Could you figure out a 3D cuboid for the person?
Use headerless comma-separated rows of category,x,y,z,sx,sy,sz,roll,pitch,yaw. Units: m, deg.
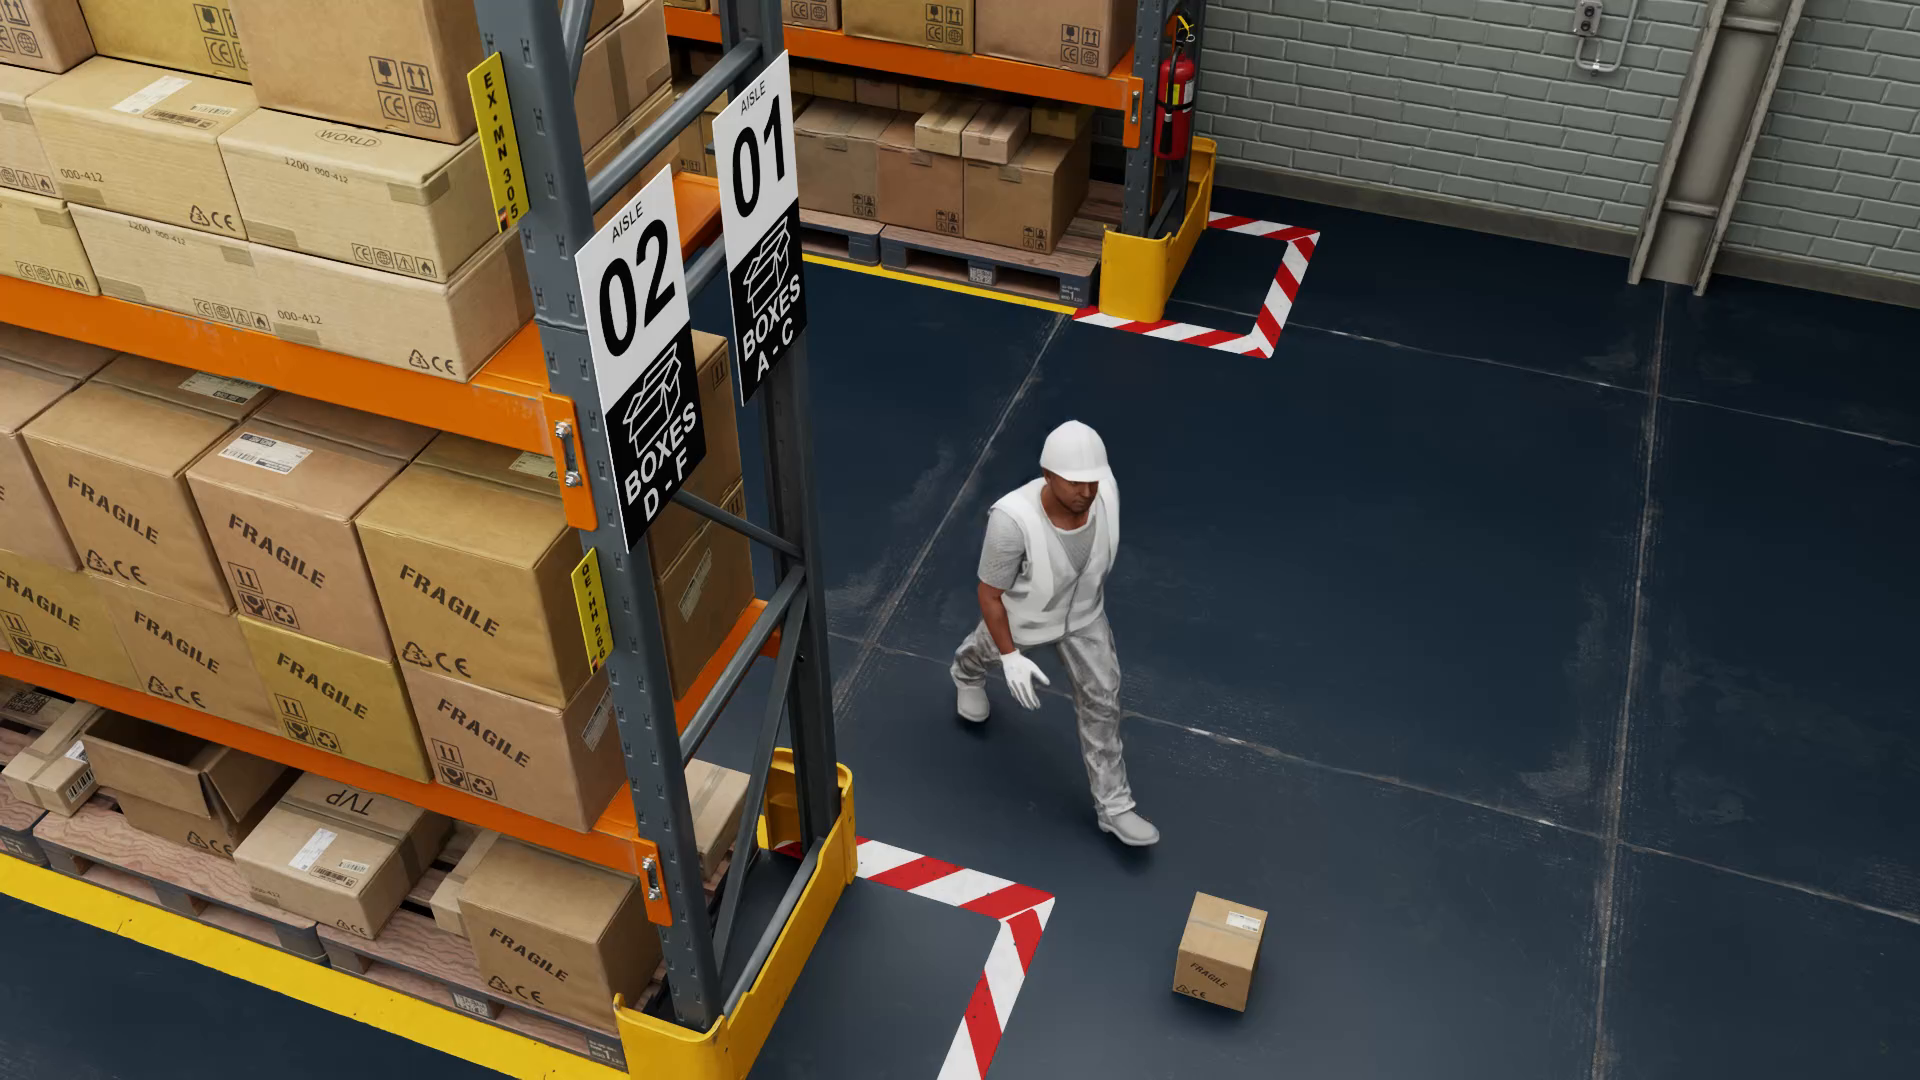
person,0.346,0.254,5.898,0.660,1.708,1.151,-17,44,-19
